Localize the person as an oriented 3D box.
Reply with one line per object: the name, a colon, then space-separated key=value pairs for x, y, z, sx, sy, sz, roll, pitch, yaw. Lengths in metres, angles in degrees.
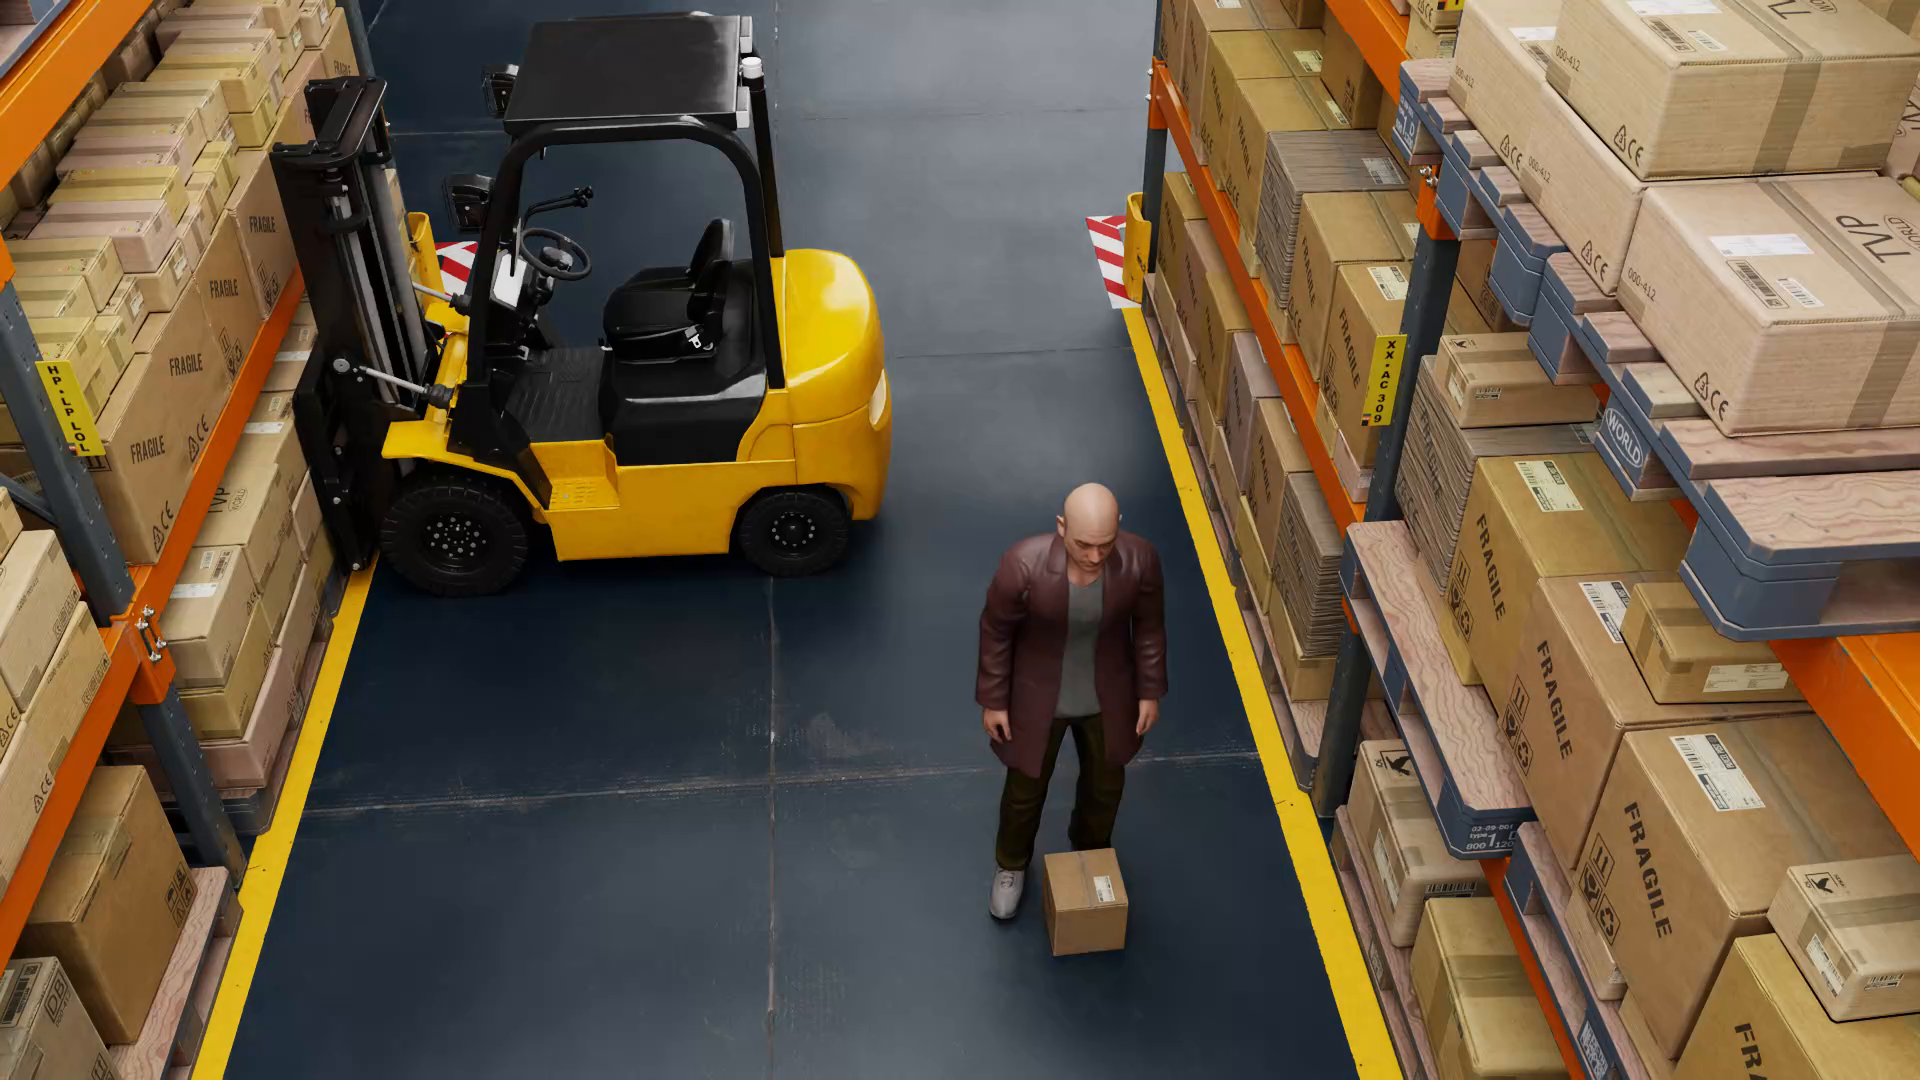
person: x=0.369 y=0.521 z=5.513 sx=0.644 sy=1.774 sz=0.430 roll=-4 pitch=39 yaw=-5
